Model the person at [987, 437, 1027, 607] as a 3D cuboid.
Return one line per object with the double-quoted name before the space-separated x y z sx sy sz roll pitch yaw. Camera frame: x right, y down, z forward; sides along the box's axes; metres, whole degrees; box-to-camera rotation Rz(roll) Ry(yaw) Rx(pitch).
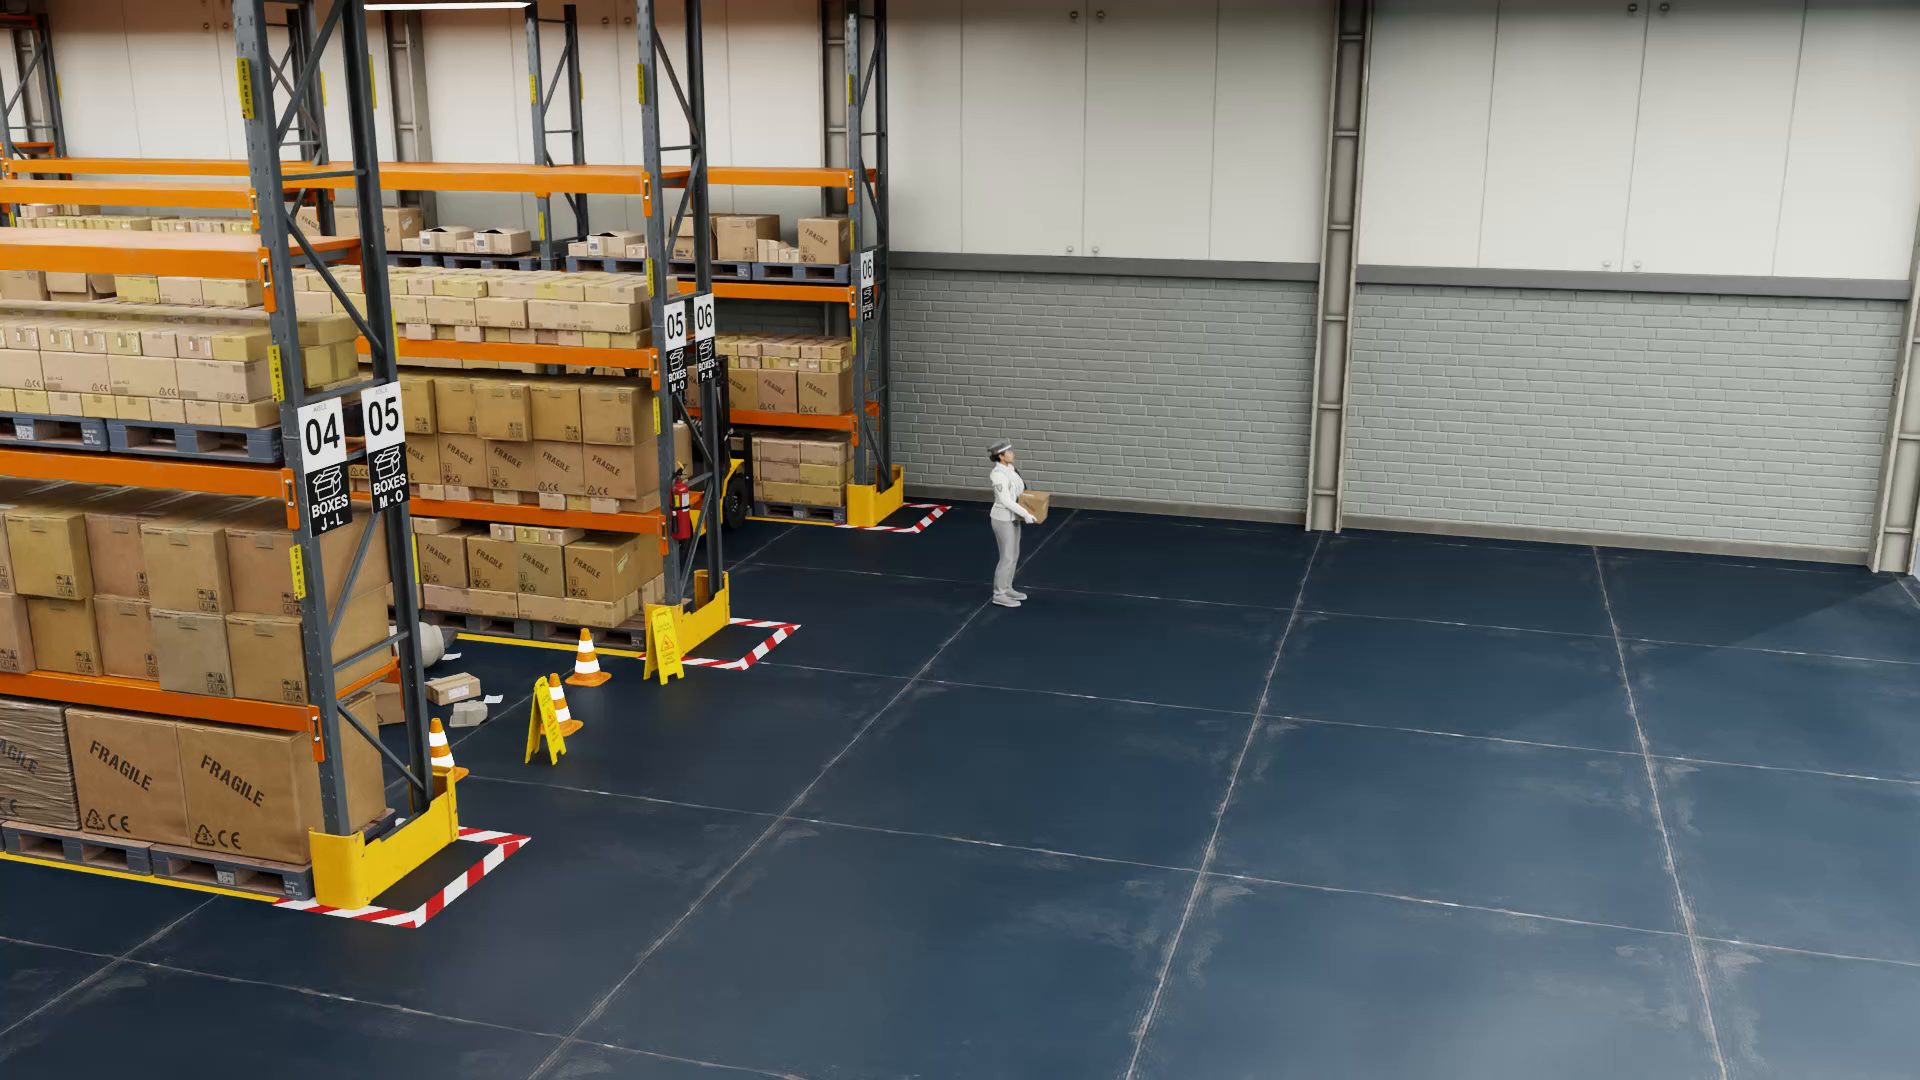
"person" 0.489 -0.194 16.617 0.459 1.688 0.463 4 16 16
